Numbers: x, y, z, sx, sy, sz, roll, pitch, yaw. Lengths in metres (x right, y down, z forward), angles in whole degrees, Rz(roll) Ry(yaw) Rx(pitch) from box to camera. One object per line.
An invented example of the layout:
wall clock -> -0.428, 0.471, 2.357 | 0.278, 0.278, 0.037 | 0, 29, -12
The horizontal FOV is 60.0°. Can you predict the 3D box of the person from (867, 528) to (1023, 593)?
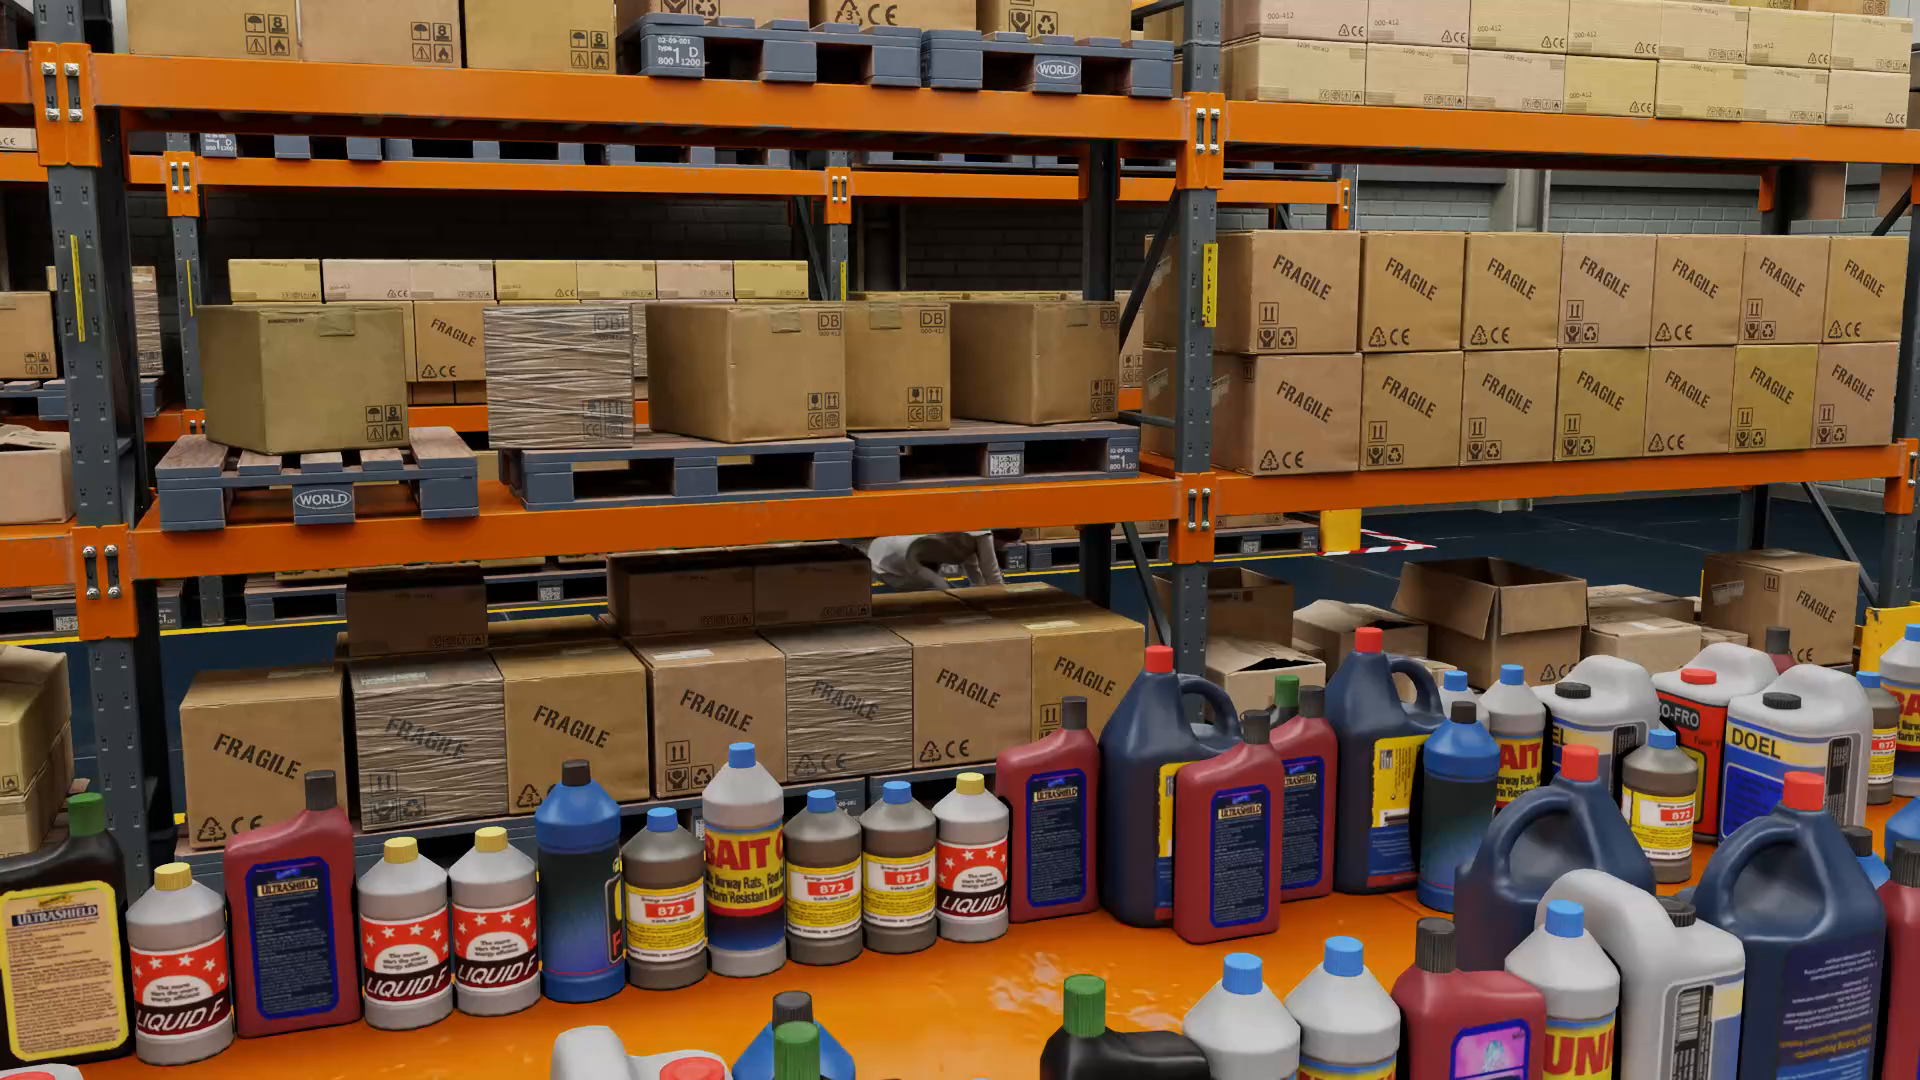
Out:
person -> -0.066, 0.301, 8.626 | 0.863, 0.932, 0.427 | -4, 10, -24
